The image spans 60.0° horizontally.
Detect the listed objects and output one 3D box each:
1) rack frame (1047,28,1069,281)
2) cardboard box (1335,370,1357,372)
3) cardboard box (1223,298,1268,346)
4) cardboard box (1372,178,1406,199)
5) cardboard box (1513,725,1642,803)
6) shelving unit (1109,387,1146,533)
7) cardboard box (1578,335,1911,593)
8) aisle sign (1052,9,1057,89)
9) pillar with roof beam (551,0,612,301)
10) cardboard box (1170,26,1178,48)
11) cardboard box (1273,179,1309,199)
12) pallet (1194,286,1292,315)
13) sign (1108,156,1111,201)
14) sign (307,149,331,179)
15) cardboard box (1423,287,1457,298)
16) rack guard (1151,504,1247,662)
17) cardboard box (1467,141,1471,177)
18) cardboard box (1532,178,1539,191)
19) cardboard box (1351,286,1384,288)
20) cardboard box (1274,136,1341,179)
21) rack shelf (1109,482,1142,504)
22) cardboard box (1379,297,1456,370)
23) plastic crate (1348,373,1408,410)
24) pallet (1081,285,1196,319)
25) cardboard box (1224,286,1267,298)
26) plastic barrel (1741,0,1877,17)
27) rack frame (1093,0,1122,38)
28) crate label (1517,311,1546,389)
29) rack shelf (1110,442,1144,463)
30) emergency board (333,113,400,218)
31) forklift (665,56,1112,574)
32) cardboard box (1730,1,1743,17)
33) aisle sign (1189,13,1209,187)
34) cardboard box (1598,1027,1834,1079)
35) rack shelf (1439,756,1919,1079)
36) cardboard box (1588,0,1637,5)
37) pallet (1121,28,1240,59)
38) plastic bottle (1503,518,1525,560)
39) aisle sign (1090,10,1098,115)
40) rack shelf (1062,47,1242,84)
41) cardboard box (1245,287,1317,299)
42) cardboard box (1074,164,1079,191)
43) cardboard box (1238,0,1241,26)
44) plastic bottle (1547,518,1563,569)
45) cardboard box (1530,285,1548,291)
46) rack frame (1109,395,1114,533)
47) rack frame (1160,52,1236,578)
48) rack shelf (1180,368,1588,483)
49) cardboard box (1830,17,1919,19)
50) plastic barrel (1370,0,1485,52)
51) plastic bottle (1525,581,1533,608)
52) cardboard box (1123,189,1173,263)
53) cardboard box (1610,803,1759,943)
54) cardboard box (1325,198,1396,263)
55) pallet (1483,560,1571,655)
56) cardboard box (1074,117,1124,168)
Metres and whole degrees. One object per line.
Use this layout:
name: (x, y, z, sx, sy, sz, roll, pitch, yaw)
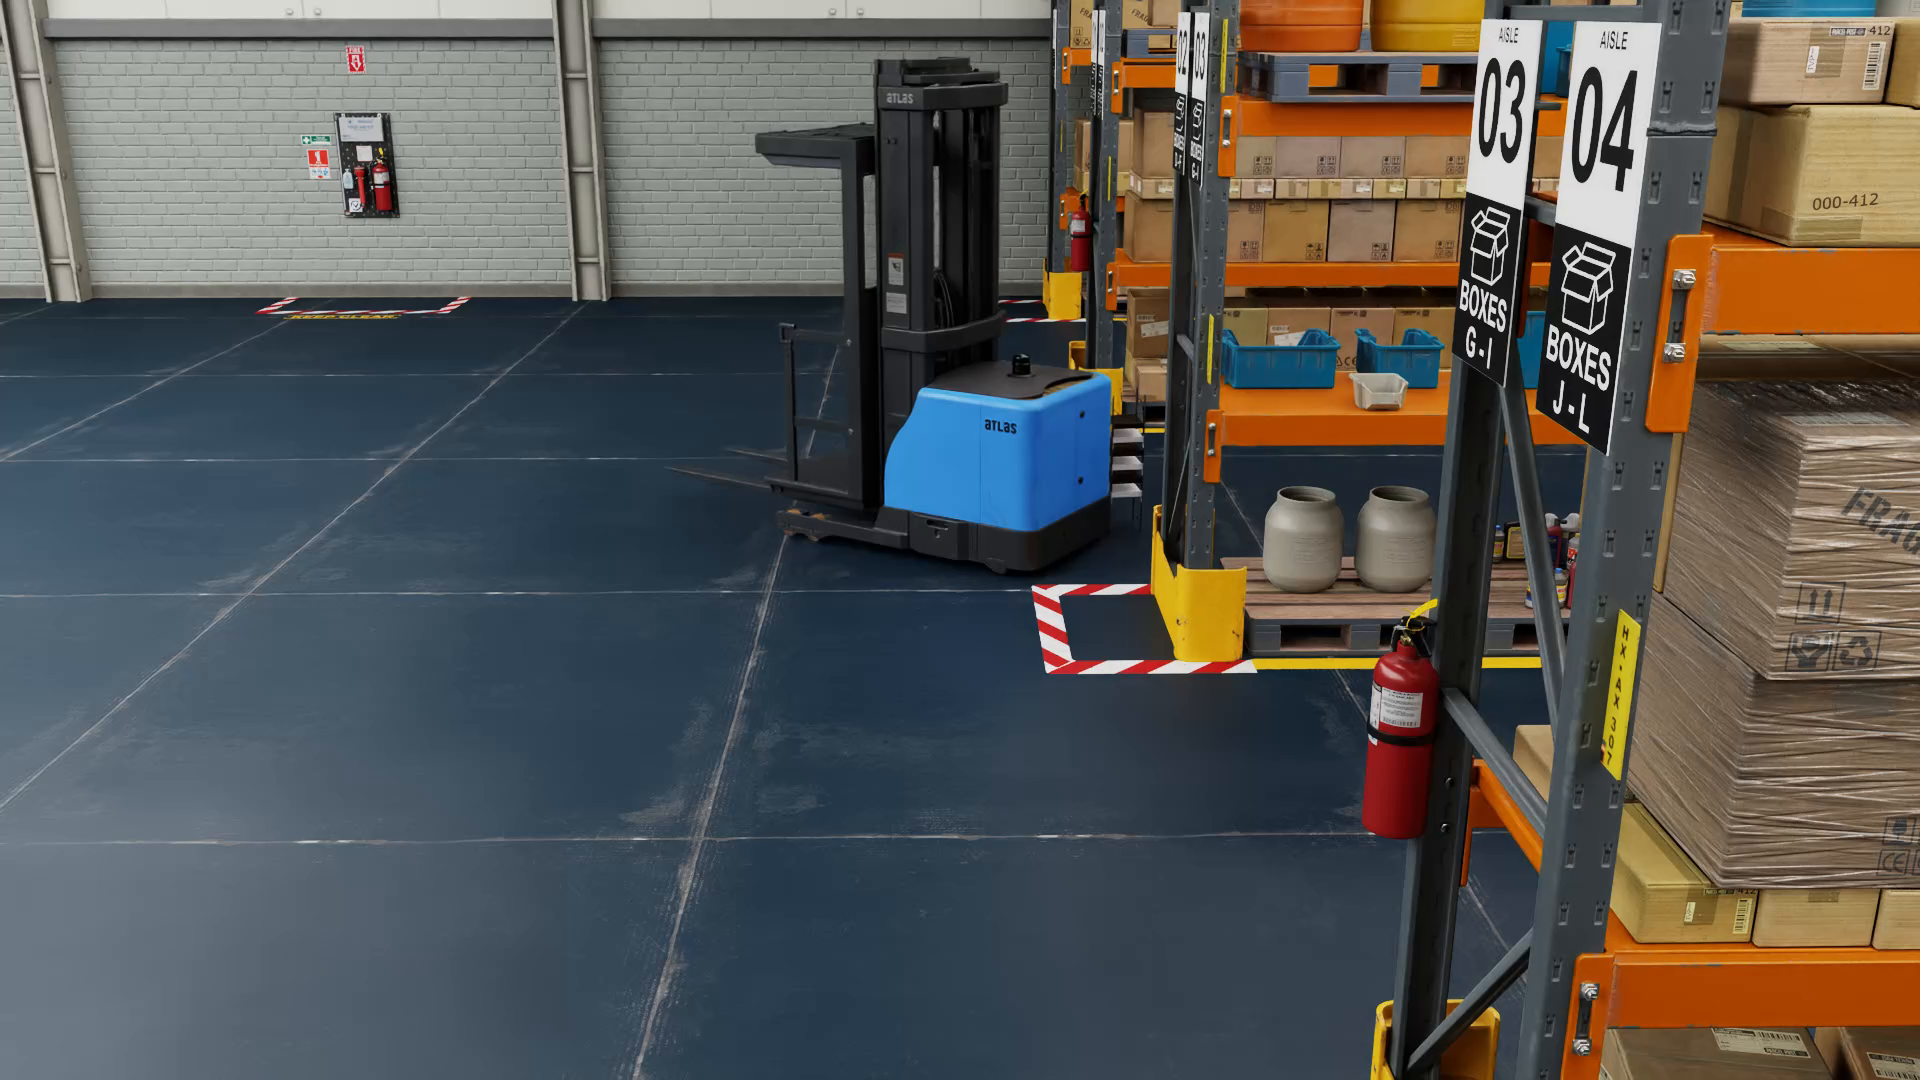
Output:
rack frame: (1.053, -3.988, 18.068, 0.127, 3.000, 1.000, 0, 18, -1)
cardboard box: (3.175, -1.307, 13.525, 0.500, 0.250, 0.500, 0, 18, -1)
cardboard box: (2.175, -1.660, 13.398, 0.500, 0.500, 0.500, 0, 18, -1)
cardboard box: (3.331, -2.776, 13.065, 0.250, 0.149, 0.380, 0, 18, 1)
cardboard box: (1.570, 0.606, 4.159, 0.250, 0.149, 0.380, 0, 18, -1)
shelving unit: (1.049, -0.514, 10.676, 0.210, 0.900, 0.258, -2, 18, -7)
cardboard box: (1.834, -0.193, 3.950, 0.500, 0.500, 0.500, 0, 18, -1)
aisle sign: (0.986, -5.134, 17.384, 0.004, 0.787, 0.394, 0, 18, -1)
pillar with roof beam: (-4.192, -5.768, 13.796, 0.400, 9.000, 9.100, 0, 18, -1)
cardboard box: (2.448, -5.394, 17.344, 0.500, 0.500, 0.500, 1, 18, 2)
cardboard box: (2.563, -2.773, 13.055, 0.250, 0.149, 0.380, -1, 18, -3)
pallet: (3.159, -2.658, 18.489, 1.213, 0.211, 1.003, 0, 18, -1)
sign: (1.138, -2.755, 12.679, 0.005, 0.325, 0.100, 0, 18, -1)
sign: (-7.286, -4.272, 18.895, 0.234, 0.329, 0.001, 0, 18, -1)
cardboard box: (4.166, -1.830, 13.929, 0.500, 0.500, 0.500, 0, 18, -1)
rack guard: (1.285, 0.214, 9.063, 0.348, 0.500, 1.175, 0, 18, -1)
cardboard box: (4.186, -3.152, 13.177, 0.500, 0.500, 0.700, 0, 18, -1)
cardboard box: (4.357, -2.781, 13.081, 0.250, 0.149, 0.380, -1, 18, -2)
cardboard box: (4.518, -2.856, 18.457, 0.250, 0.166, 0.380, -3, 18, -8)
cardboard box: (2.685, -3.146, 13.155, 0.500, 0.500, 0.700, 0, 18, -1)
rack shelf: (1.049, -0.311, 10.741, 0.200, 0.077, 0.258, -2, 18, -7)
cardboard box: (3.675, -1.670, 13.430, 0.500, 0.500, 0.500, 0, 18, -1)
plastic crate: (2.110, -0.742, 8.383, 0.250, 0.136, 0.298, 0, 18, -1)
pallet: (1.942, -2.653, 18.473, 1.213, 0.211, 1.003, 0, 18, -1)
cardboard box: (3.051, -2.974, 18.279, 0.500, 0.500, 0.700, -1, 18, -4)
plastic barrel: (4.212, -2.876, 8.183, 0.708, 0.901, 0.600, 0, 18, -1)
rack frame: (1.135, -5.331, 12.435, 0.127, 3.000, 1.000, 0, 18, -1)
crate label: (3.046, -1.070, 8.915, 0.616, 0.435, 0.502, 0, 18, -1)
rack shelf: (1.049, -0.568, 10.659, 0.200, 0.077, 0.258, -2, 18, -7)
emergency board: (-6.731, -4.226, 18.811, 0.643, 1.169, 0.194, 0, 18, -1)
forklift: (-0.569, -1.517, 10.477, 3.031, 2.935, 1.130, 11, 21, 31)
cardboard box: (5.751, -4.051, 12.912, 0.500, 0.250, 0.500, 2, 18, 5)
aisle sign: (1.142, -2.110, 7.958, 0.004, 0.787, 0.394, 0, 18, -1)
cardboard box: (1.913, 1.543, 4.231, 0.500, 0.500, 0.500, 3, 18, 9)
rack shelf: (3.288, 0.884, 4.060, 4.000, 0.370, 1.077, 0, 18, -1)
cardboard box: (6.834, -5.667, 17.541, 0.500, 0.500, 0.500, -1, 18, -3)
pallet: (1.843, -3.856, 12.893, 1.213, 0.211, 1.003, 0, 18, -1)
plastic bottle: (3.156, -0.027, 9.447, 0.133, 0.283, 0.061, 0, 18, 0)
aisle sign: (1.065, -3.802, 13.233, 0.004, 0.787, 0.394, 0, 18, -1)
rack shelf: (3.053, -5.083, 17.749, 4.000, 0.370, 1.077, 0, 18, -1)
cardboard box: (2.666, -1.825, 13.913, 0.500, 0.500, 0.500, 0, 18, -1)
cardboard box: (1.518, -3.987, 18.279, 0.500, 0.250, 0.500, 0, 18, 0)
cardboard box: (2.282, -4.184, 13.099, 0.500, 0.250, 0.500, 0, 18, -1)
plastic bottle: (3.294, 0.019, 9.304, 0.133, 0.283, 0.061, 0, 18, -1)
cardboard box: (6.304, -3.053, 18.525, 0.500, 0.500, 0.700, -1, 18, -2)
rack frame: (0.948, -0.510, 10.663, 0.006, 0.900, 0.240, -2, 18, -7)
rack frame: (1.210, -0.962, 8.635, 0.127, 3.000, 1.000, 0, 18, -1)
rack shelf: (3.209, -0.629, 8.775, 4.000, 0.370, 1.077, 0, 18, -1)
cardboard box: (2.095, -1.093, 3.726, 0.250, 0.149, 0.380, -1, 18, -3)
plastic barrel: (2.348, -2.724, 8.222, 0.600, 0.588, 0.600, 0, 18, 0)
plastic bottle: (3.027, 0.214, 8.715, 0.097, 0.271, 0.097, 0, 18, 0)
cardboard box: (1.602, -2.521, 13.331, 0.500, 0.500, 0.700, 0, 18, -1)
cardboard box: (1.577, 0.742, 3.735, 0.250, 0.149, 0.380, 0, 18, -1)
cardboard box: (3.150, -2.529, 13.357, 0.500, 0.500, 0.700, 0, 18, 1)
pallet: (3.314, 0.344, 9.130, 1.213, 0.211, 1.003, 0, 18, -1)
cardboard box: (1.521, -4.350, 18.182, 0.500, 0.500, 0.500, 0, 18, -1)
